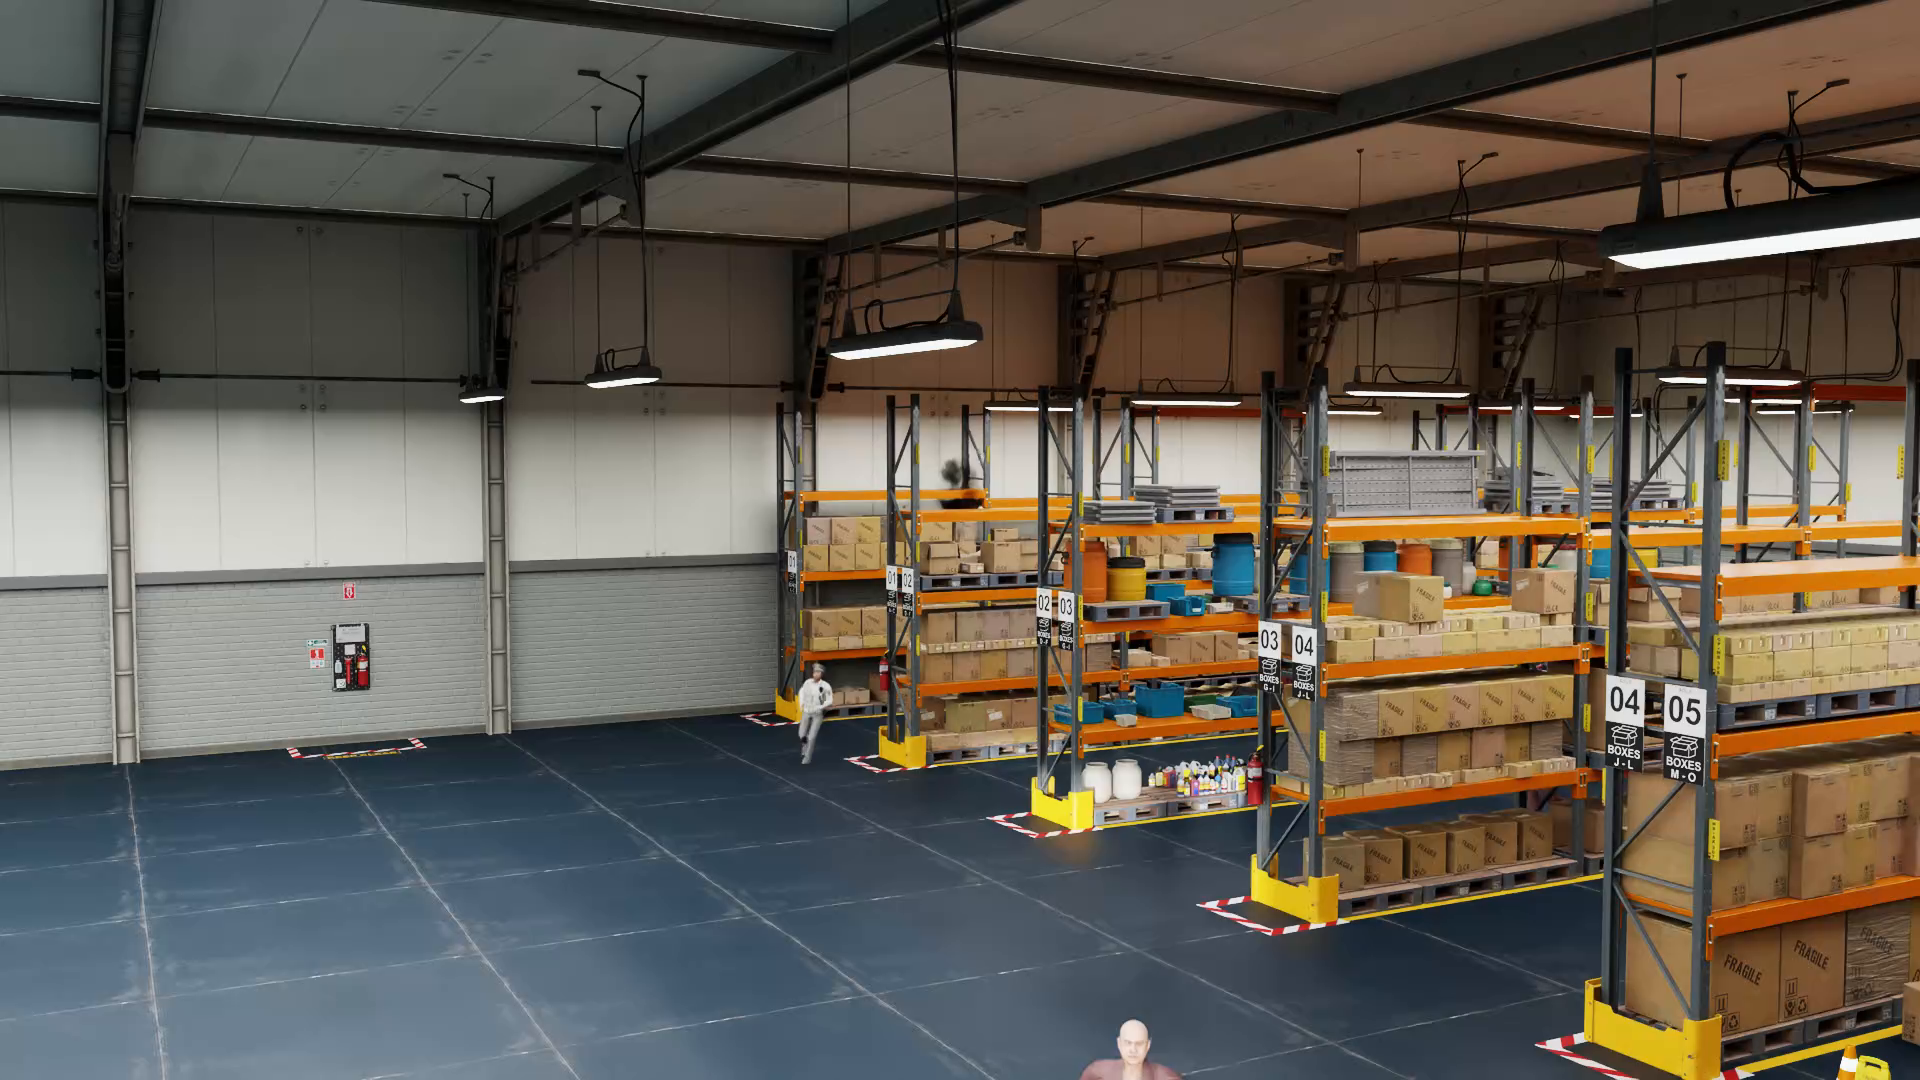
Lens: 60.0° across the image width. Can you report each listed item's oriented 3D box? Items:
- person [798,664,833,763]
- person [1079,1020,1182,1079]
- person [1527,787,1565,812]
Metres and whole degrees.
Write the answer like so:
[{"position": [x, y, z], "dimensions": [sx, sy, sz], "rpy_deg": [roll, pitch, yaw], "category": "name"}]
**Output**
[{"position": [-2.362, 2.818, 27.065], "dimensions": [0.613, 1.646, 0.515], "rpy_deg": [1, 3, 12], "category": "person"}, {"position": [1.010, 3.693, 9.750], "dimensions": [0.703, 1.761, 1.066], "rpy_deg": [0, 3, 6], "category": "person"}, {"position": [7.925, 3.071, 22.489], "dimensions": [0.783, 1.664, 0.590], "rpy_deg": [-2, 4, -28], "category": "person"}]
